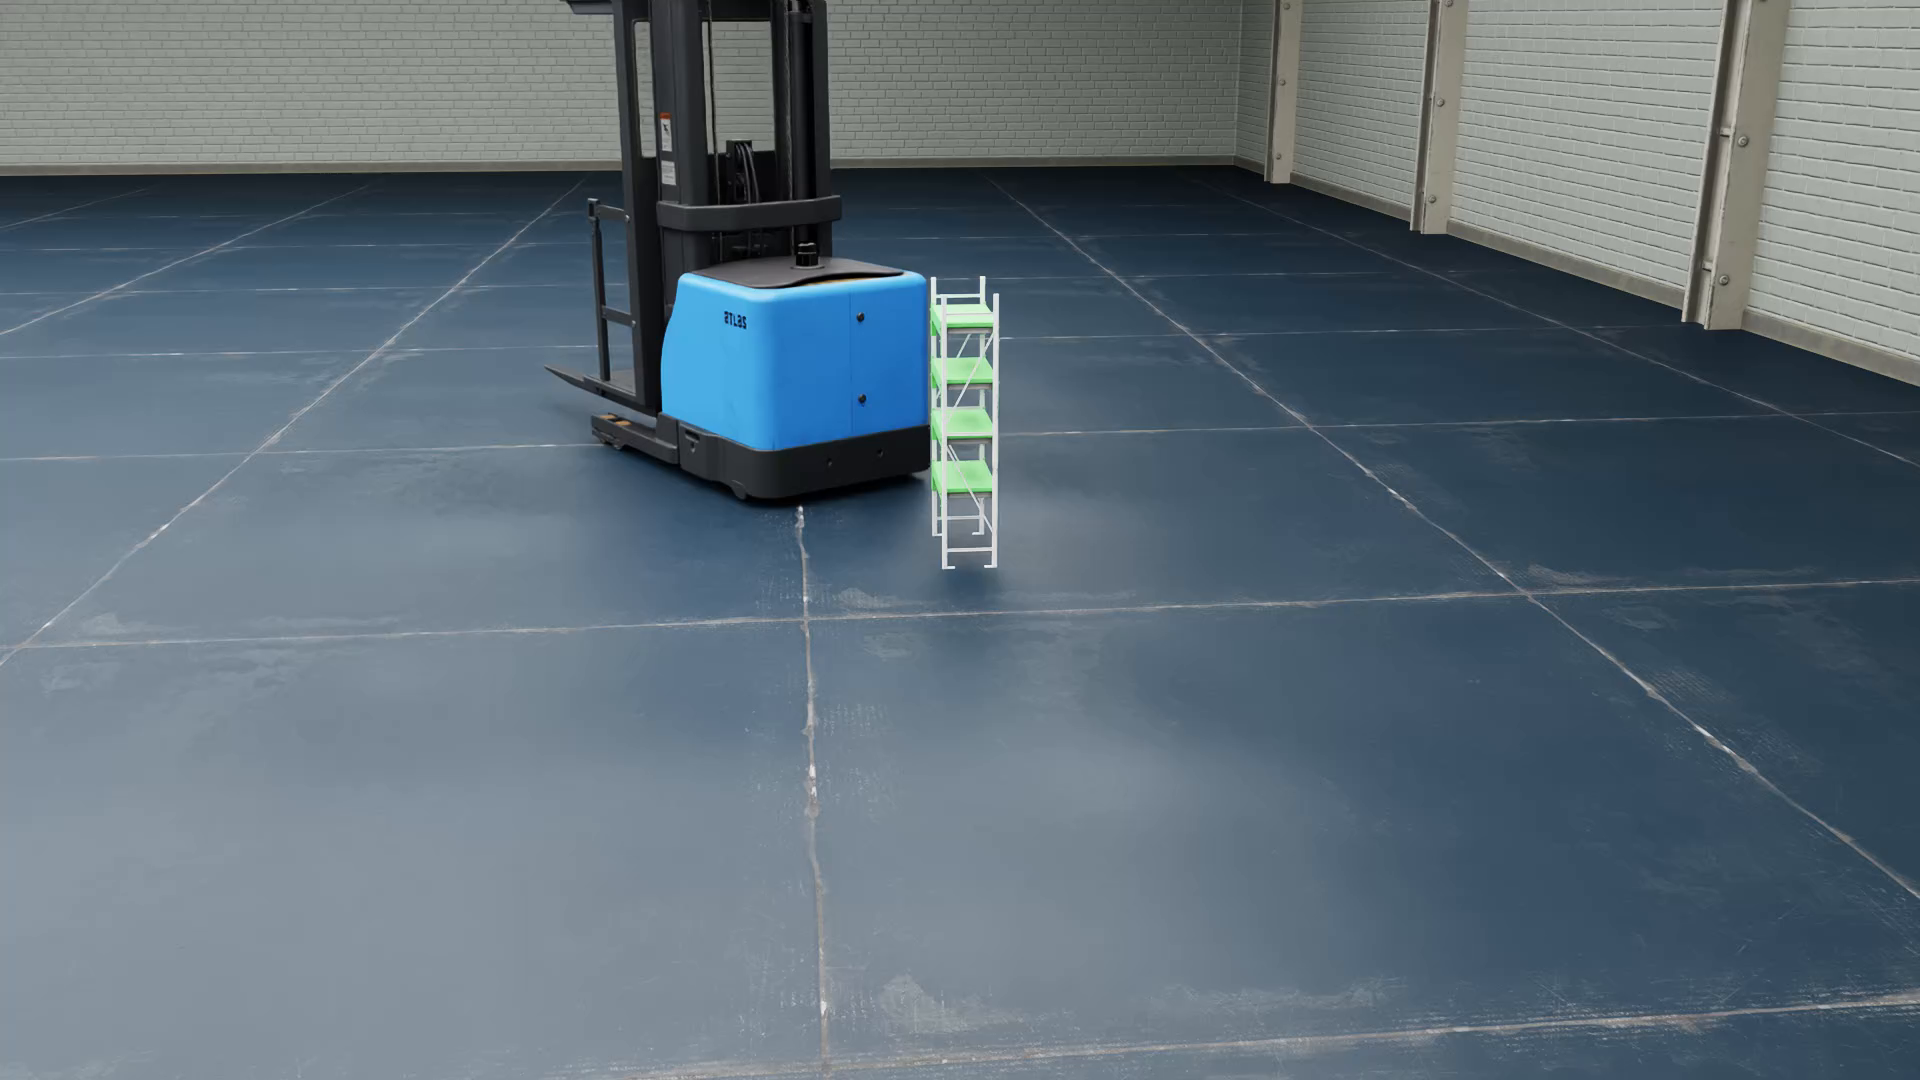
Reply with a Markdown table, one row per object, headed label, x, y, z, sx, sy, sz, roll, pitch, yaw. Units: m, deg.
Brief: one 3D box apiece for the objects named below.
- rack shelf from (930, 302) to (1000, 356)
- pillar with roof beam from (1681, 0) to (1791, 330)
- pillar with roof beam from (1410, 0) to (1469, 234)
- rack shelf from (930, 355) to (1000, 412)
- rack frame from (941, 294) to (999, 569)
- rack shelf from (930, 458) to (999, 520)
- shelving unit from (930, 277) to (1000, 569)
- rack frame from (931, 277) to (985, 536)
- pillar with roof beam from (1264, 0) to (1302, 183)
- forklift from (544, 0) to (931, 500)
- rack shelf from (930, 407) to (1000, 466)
| label | x | y | z | sx | sy | sz | roll | pitch | yaw |
| --- | --- | --- | --- | --- | --- | --- | --- | --- | --- |
| rack shelf | 0.017 | -0.920 | 7.216 | 0.258 | 0.148 | 0.480 | -2 | 18 | -6 |
| pillar with roof beam | 1.629 | -5.851 | 11.290 | 9.100 | 9.000 | 0.400 | -2 | 18 | -6 |
| pillar with roof beam | 1.011 | -7.639 | 16.984 | 9.100 | 9.000 | 0.400 | -2 | 18 | -6 |
| rack shelf | 0.017 | -0.691 | 7.288 | 0.258 | 0.148 | 0.480 | -2 | 18 | -6 |
| rack frame | 0.042 | -0.450 | 7.109 | 0.240 | 1.200 | 0.015 | -2 | 18 | -6 |
| rack shelf | 0.017 | -0.233 | 7.431 | 0.258 | 0.148 | 0.480 | -2 | 18 | -6 |
| shelving unit | 0.017 | -0.523 | 7.340 | 0.258 | 1.200 | 0.503 | -2 | 18 | -6 |
| rack frame | -0.008 | -0.596 | 7.572 | 0.240 | 1.200 | 0.015 | -2 | 18 | -6 |
| pillar with roof beam | 0.392 | -9.426 | 22.678 | 9.100 | 9.000 | 0.400 | -2 | 18 | -6 |
| forklift | -1.432 | -1.974 | 9.072 | 1.130 | 2.935 | 3.031 | -13 | 21 | -35 |
| rack shelf | 0.017 | -0.462 | 7.359 | 0.258 | 0.148 | 0.480 | -2 | 18 | -6 |
